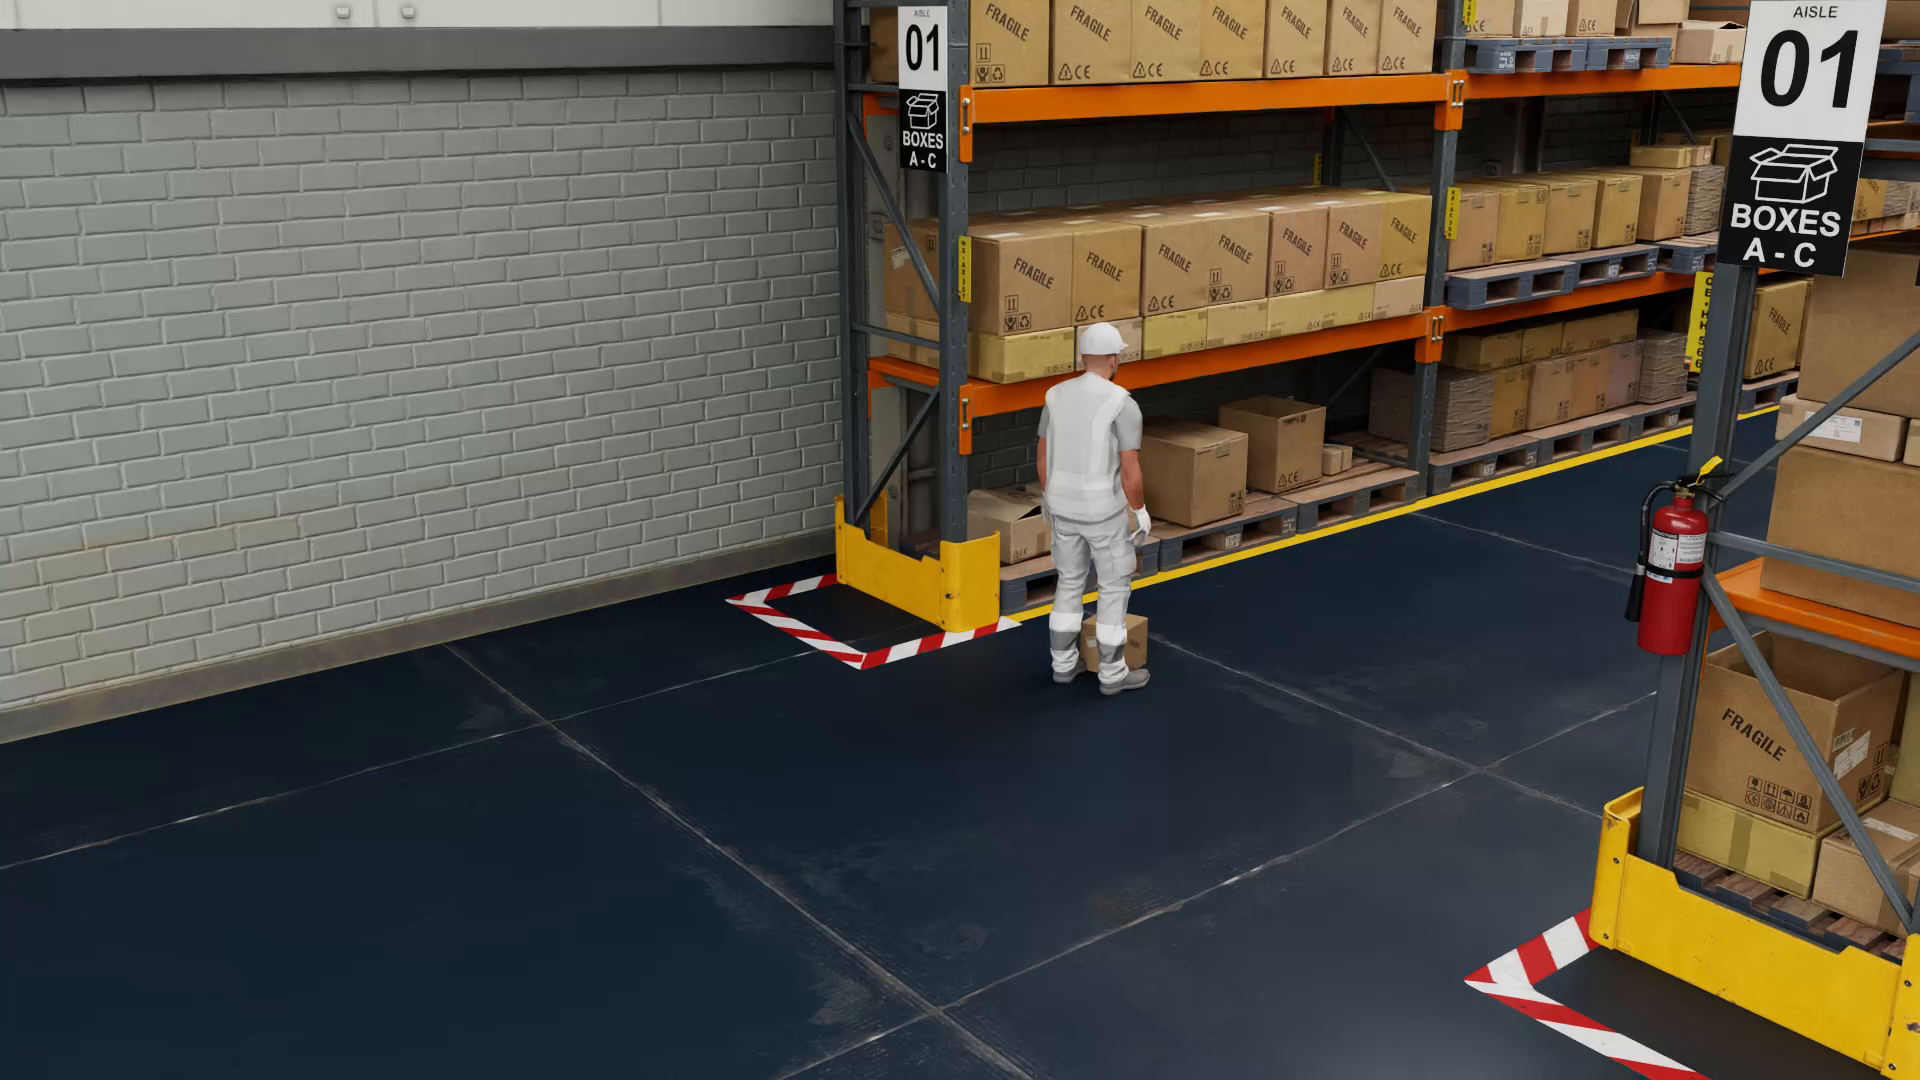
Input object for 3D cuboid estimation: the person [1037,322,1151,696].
[{"bbox_3d":[0.644,-0.152,8.006,0.610,1.779,0.455,13,22,36],"label":"person"}]
